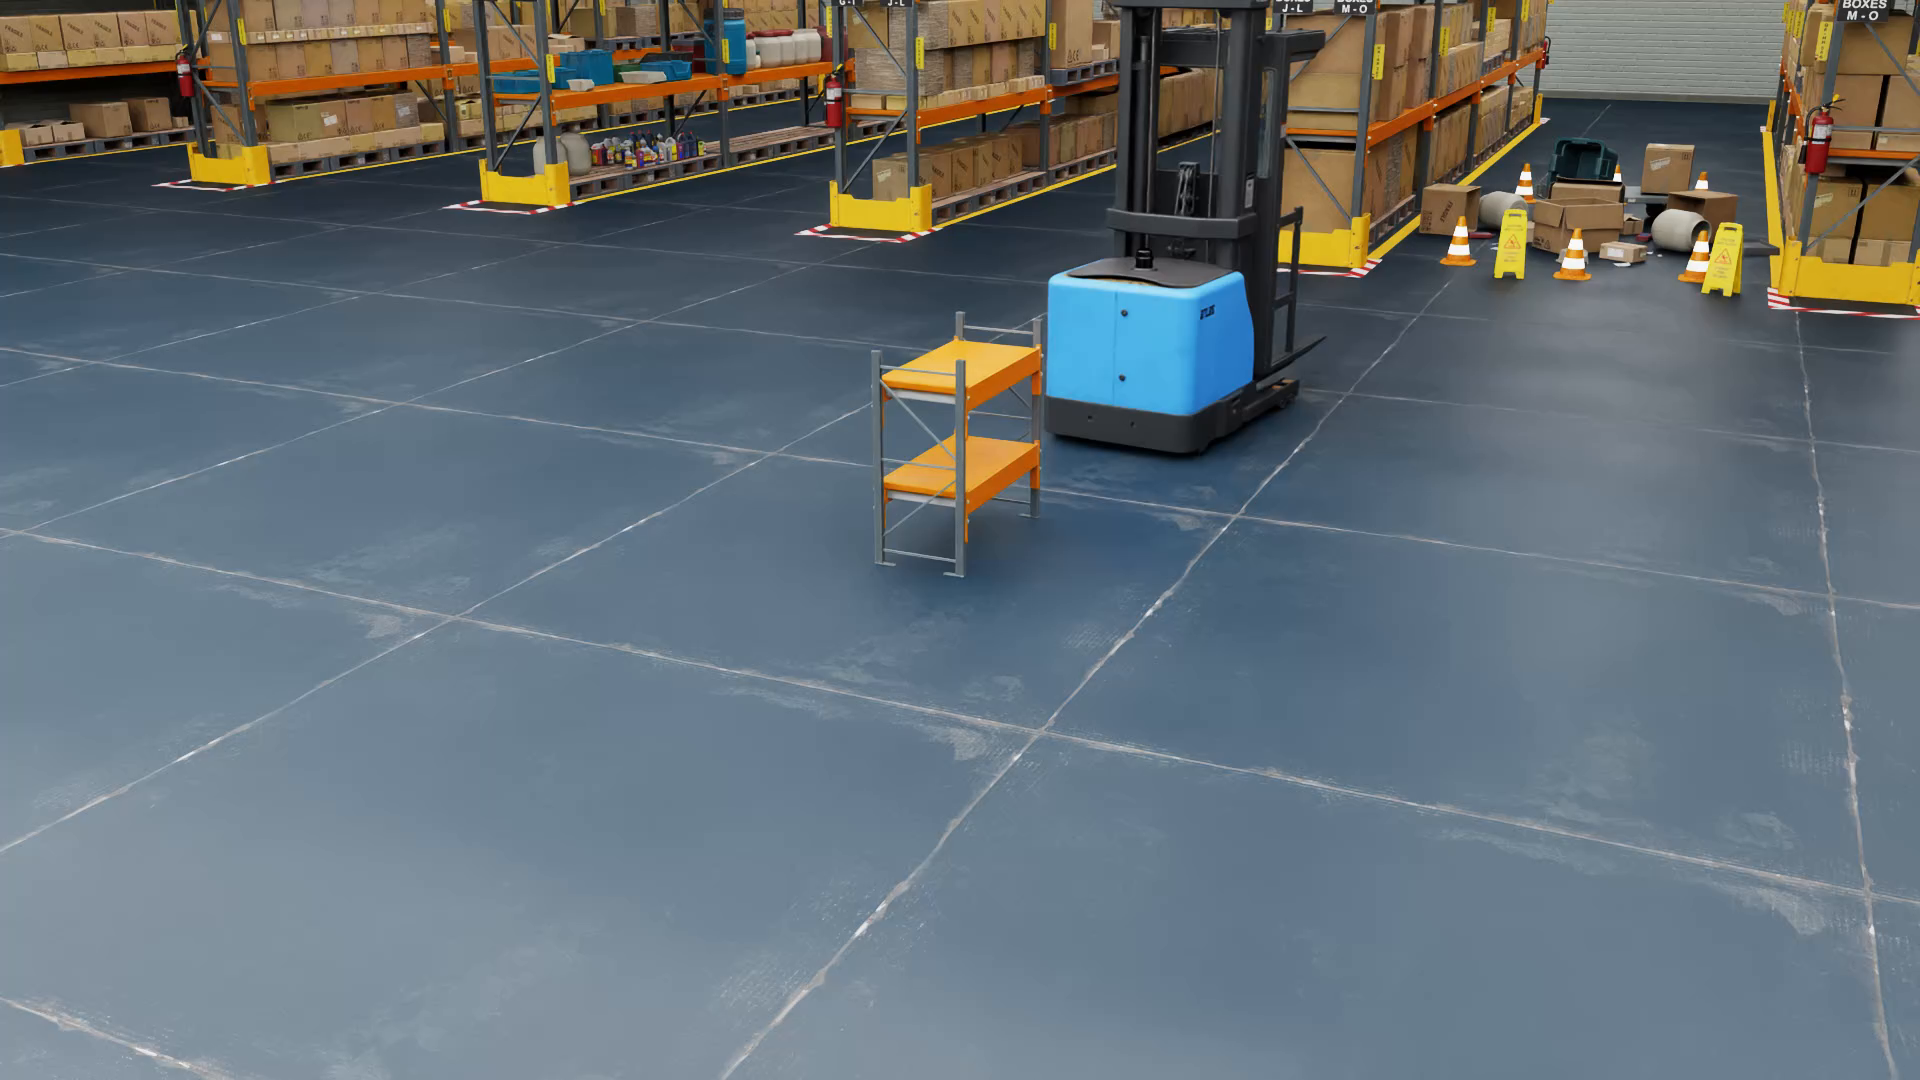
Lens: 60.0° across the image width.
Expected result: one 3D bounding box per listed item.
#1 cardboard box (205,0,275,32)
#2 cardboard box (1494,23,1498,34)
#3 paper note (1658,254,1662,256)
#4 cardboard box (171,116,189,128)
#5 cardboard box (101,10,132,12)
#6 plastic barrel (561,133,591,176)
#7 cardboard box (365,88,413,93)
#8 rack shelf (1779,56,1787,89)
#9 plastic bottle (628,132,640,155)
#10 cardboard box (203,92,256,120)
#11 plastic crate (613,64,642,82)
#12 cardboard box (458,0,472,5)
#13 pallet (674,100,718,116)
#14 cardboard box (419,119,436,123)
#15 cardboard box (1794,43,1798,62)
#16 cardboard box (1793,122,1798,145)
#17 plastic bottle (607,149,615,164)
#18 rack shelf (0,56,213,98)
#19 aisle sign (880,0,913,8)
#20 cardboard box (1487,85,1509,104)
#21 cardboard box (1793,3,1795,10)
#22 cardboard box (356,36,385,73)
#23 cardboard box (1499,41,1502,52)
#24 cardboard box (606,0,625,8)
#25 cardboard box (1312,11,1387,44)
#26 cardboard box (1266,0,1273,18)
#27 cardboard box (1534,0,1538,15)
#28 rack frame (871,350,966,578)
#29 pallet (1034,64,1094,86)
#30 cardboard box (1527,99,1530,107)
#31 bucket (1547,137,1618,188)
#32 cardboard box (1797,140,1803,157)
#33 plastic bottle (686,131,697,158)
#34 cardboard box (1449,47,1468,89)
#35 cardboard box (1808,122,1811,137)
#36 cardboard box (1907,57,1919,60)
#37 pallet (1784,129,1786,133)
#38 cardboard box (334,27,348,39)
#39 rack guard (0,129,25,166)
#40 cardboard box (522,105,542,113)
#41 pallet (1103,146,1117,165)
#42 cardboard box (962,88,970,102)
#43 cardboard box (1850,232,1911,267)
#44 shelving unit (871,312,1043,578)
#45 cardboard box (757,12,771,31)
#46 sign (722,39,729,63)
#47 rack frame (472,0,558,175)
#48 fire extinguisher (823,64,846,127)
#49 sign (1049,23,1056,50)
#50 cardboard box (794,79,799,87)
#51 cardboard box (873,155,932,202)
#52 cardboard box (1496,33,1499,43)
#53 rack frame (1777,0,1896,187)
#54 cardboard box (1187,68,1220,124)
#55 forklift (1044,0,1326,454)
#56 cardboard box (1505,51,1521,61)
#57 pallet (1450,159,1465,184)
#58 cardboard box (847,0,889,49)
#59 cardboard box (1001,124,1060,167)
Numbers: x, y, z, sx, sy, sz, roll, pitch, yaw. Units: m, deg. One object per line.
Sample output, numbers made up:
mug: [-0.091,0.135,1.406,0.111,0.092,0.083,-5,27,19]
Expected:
cardboard box: [-9.749,-7.150,22.512,0.700,0.500,0.500,9,21,23]
cardboard box: [7.830,-7.661,24.893,0.380,0.149,0.250,8,21,22]
paper note: [7.267,-2.956,17.266,0.032,0.001,0.123,9,21,23]
cardboard box: [-13.048,-6.941,27.581,0.380,0.166,0.250,6,20,16]
cardboard box: [-13.455,-8.256,26.780,0.500,0.500,0.500,8,21,22]
plastic barrel: [-5.051,-5.045,21.763,0.421,0.512,0.421,0,20,0]
cardboard box: [-8.811,-6.714,25.730,0.500,0.500,0.500,9,21,23]
rack shelf: [13.836,-7.555,26.810,1.077,0.370,4.000,9,21,23]
plastic bottle: [-4.605,-5.588,23.503,0.144,0.351,0.185,8,21,20]
cardboard box: [-12.570,-7.493,28.635,0.700,0.500,0.500,9,22,25]
plastic crate: [-4.632,-6.401,22.806,0.450,0.188,0.662,9,21,23]
cardboard box: [-9.966,-10.743,32.957,0.500,0.250,0.500,9,21,24]
pallet: [-5.358,-8.435,32.373,1.003,0.211,1.213,9,21,23]
cardboard box: [-8.431,-6.626,26.602,0.500,0.250,0.500,8,21,22]
cardboard box: [11.552,-6.565,22.430,0.500,0.250,0.500,8,21,21]
cardboard box: [11.738,-5.457,22.380,0.875,0.875,0.875,8,21,22]
plastic bottle: [-4.798,-5.269,22.826,0.097,0.201,0.097,0,20,0]
rack shelf: [-13.676,-7.286,26.052,1.077,0.370,4.000,9,21,23]
aisle sign: [-0.689,-6.139,17.875,0.394,0.787,0.004,9,21,23]
cardboard box: [8.386,-7.042,26.279,0.500,0.250,0.500,8,21,21]
cardboard box: [13.174,-8.137,25.732,0.500,0.500,0.500,8,21,22]
cardboard box: [-8.931,-7.153,24.457,0.700,0.500,0.500,9,21,24]
cardboard box: [8.165,-7.630,25.695,0.380,0.149,0.250,7,21,20]
cardboard box: [-8.142,-11.888,37.473,0.980,0.700,0.700,10,22,25]
cardboard box: [3.874,-5.131,17.085,0.875,0.550,0.550,9,21,23]
cardboard box: [5.654,-10.103,31.562,0.500,0.500,0.500,9,21,23]
cardboard box: [9.511,-9.161,28.167,0.500,0.500,0.500,8,21,21]
rack frame: [-0.205,-0.377,8.349,0.500,1.125,0.032,9,21,23]
pallet: [1.146,-6.320,22.551,1.003,0.211,1.213,9,21,23]
cardboard box: [9.931,-7.789,29.578,0.380,0.149,0.250,8,21,20]
bucket: [7.232,-4.302,19.204,0.726,0.611,0.620,18,16,41]
cardboard box: [8.939,-4.068,17.320,0.380,0.149,0.250,9,22,25]
plastic bottle: [-3.819,-5.599,23.534,0.144,0.351,0.185,8,21,21]
cardboard box: [6.266,-6.119,21.548,0.500,0.500,0.500,9,21,24]
cardboard box: [8.266,-3.891,15.808,0.380,0.149,0.250,9,21,24]
cardboard box: [9.582,-4.696,17.104,0.500,0.500,0.500,9,22,25]
pallet: [13.898,-6.565,27.114,1.003,0.211,1.213,9,21,23]
cardboard box: [-8.986,-7.248,23.754,0.380,0.149,0.250,9,21,23]
rack guard: [-14.464,-5.859,24.697,1.175,0.500,0.348,9,21,23]
cardboard box: [-7.311,-7.286,27.620,0.500,0.311,0.500,9,22,24]
pallet: [2.017,-5.867,25.152,1.003,0.211,1.213,9,21,23]
cardboard box: [-0.098,-5.293,19.751,0.380,0.149,0.250,9,21,23]
cardboard box: [8.686,-2.726,15.633,0.500,0.250,0.500,8,21,22]
shelving unit: [0.003,-0.532,8.786,0.538,1.125,1.048,9,21,23]
cardboard box: [-4.189,-10.478,33.806,0.500,0.500,0.500,8,21,22]
sign: [-3.321,-6.928,23.560,0.100,0.325,0.005,9,21,23]
rack frame: [-5.456,-5.654,20.390,1.000,3.000,0.127,9,21,23]
fire extinguisher: [-1.405,-4.966,18.572,0.296,0.674,0.183,9,21,23]
sign: [1.198,-6.533,21.570,0.100,0.325,0.005,9,21,23]
cardboard box: [-3.668,-9.787,35.583,0.380,0.166,0.250,9,21,23]
cardboard box: [-0.667,-4.183,19.358,0.500,0.500,0.500,13,23,33]
cardboard box: [7.941,-7.599,25.163,0.380,0.149,0.250,9,21,23]
rack frame: [11.379,-6.060,21.532,1.000,3.000,0.127,9,21,23]
cardboard box: [3.732,-7.641,28.522,1.225,0.875,0.875,9,21,23]
forklift: [1.731,-2.360,11.232,1.130,2.935,3.031,11,23,29]
cardboard box: [8.874,-7.855,26.953,0.380,0.149,0.250,9,22,25]
pallet: [6.430,-5.164,23.174,1.003,0.211,1.213,9,21,23]
cardboard box: [-0.938,-5.835,18.813,0.500,0.500,0.500,9,21,23]
cardboard box: [0.971,-5.411,22.782,0.700,0.500,0.500,7,21,19]
